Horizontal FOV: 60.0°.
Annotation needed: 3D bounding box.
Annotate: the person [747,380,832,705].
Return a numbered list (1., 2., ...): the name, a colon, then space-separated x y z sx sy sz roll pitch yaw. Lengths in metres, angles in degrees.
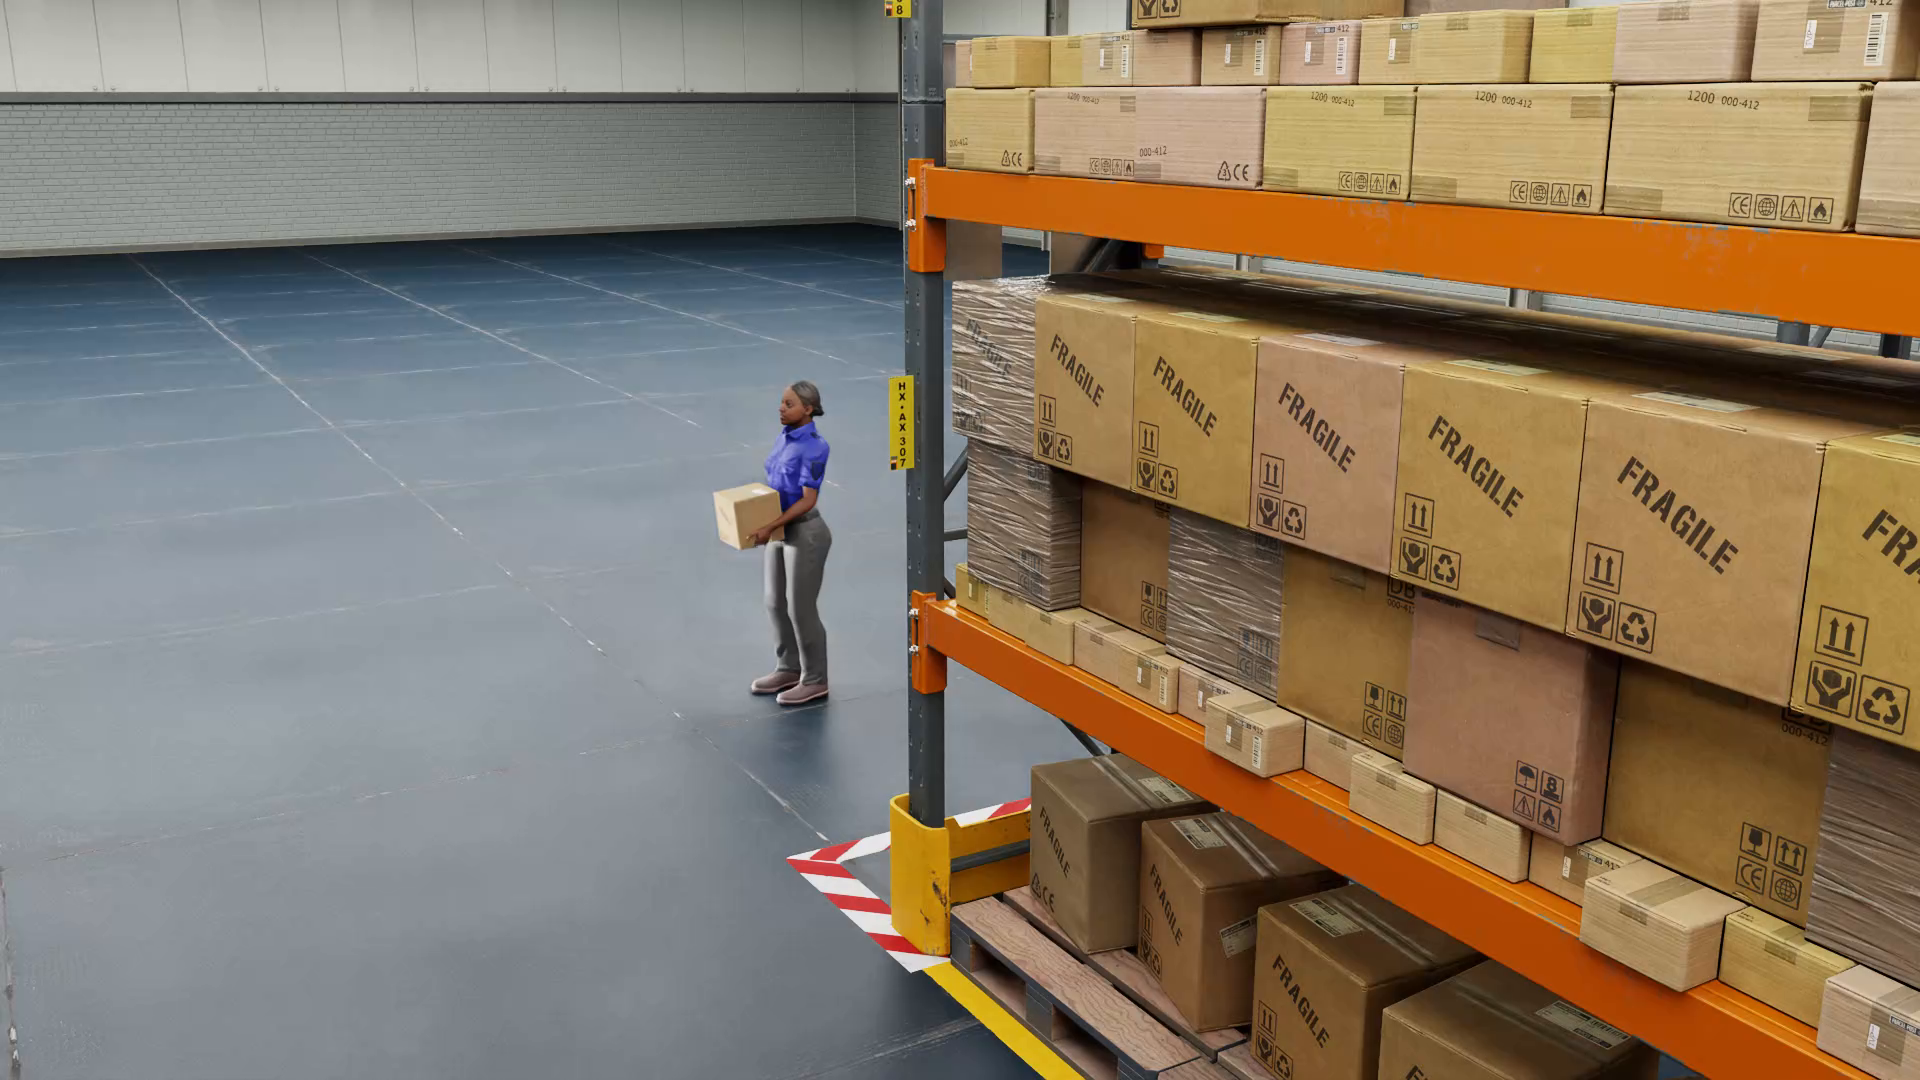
1. person: -0.910 0.010 8.490 0.500 1.653 0.460 -9 17 -30
